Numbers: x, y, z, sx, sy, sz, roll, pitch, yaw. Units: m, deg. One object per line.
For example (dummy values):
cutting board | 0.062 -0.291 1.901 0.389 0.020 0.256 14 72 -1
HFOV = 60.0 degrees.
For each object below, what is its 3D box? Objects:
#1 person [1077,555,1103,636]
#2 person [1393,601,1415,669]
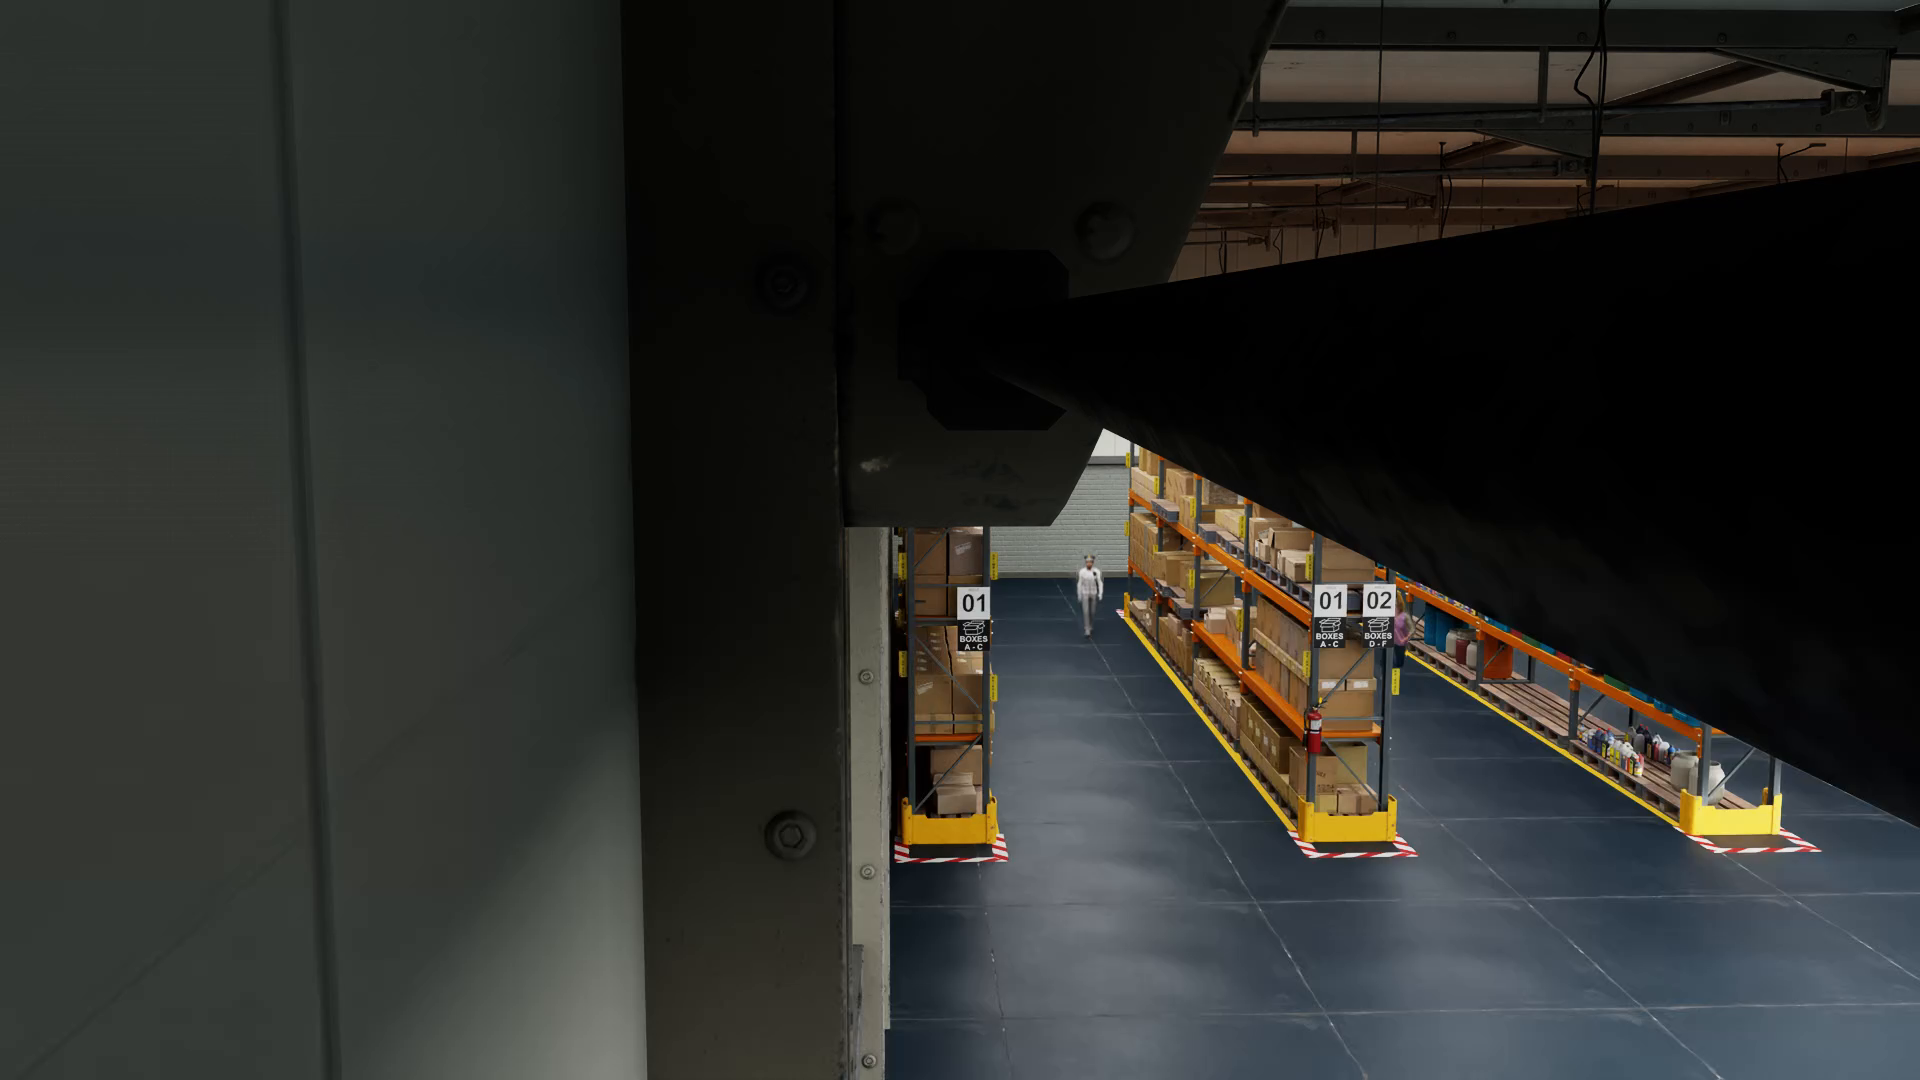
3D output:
person | 2.691 1.116 34.319 0.507 1.638 0.996 -1 7 -4
person | 7.698 1.836 29.202 0.490 1.589 0.658 0 7 0
